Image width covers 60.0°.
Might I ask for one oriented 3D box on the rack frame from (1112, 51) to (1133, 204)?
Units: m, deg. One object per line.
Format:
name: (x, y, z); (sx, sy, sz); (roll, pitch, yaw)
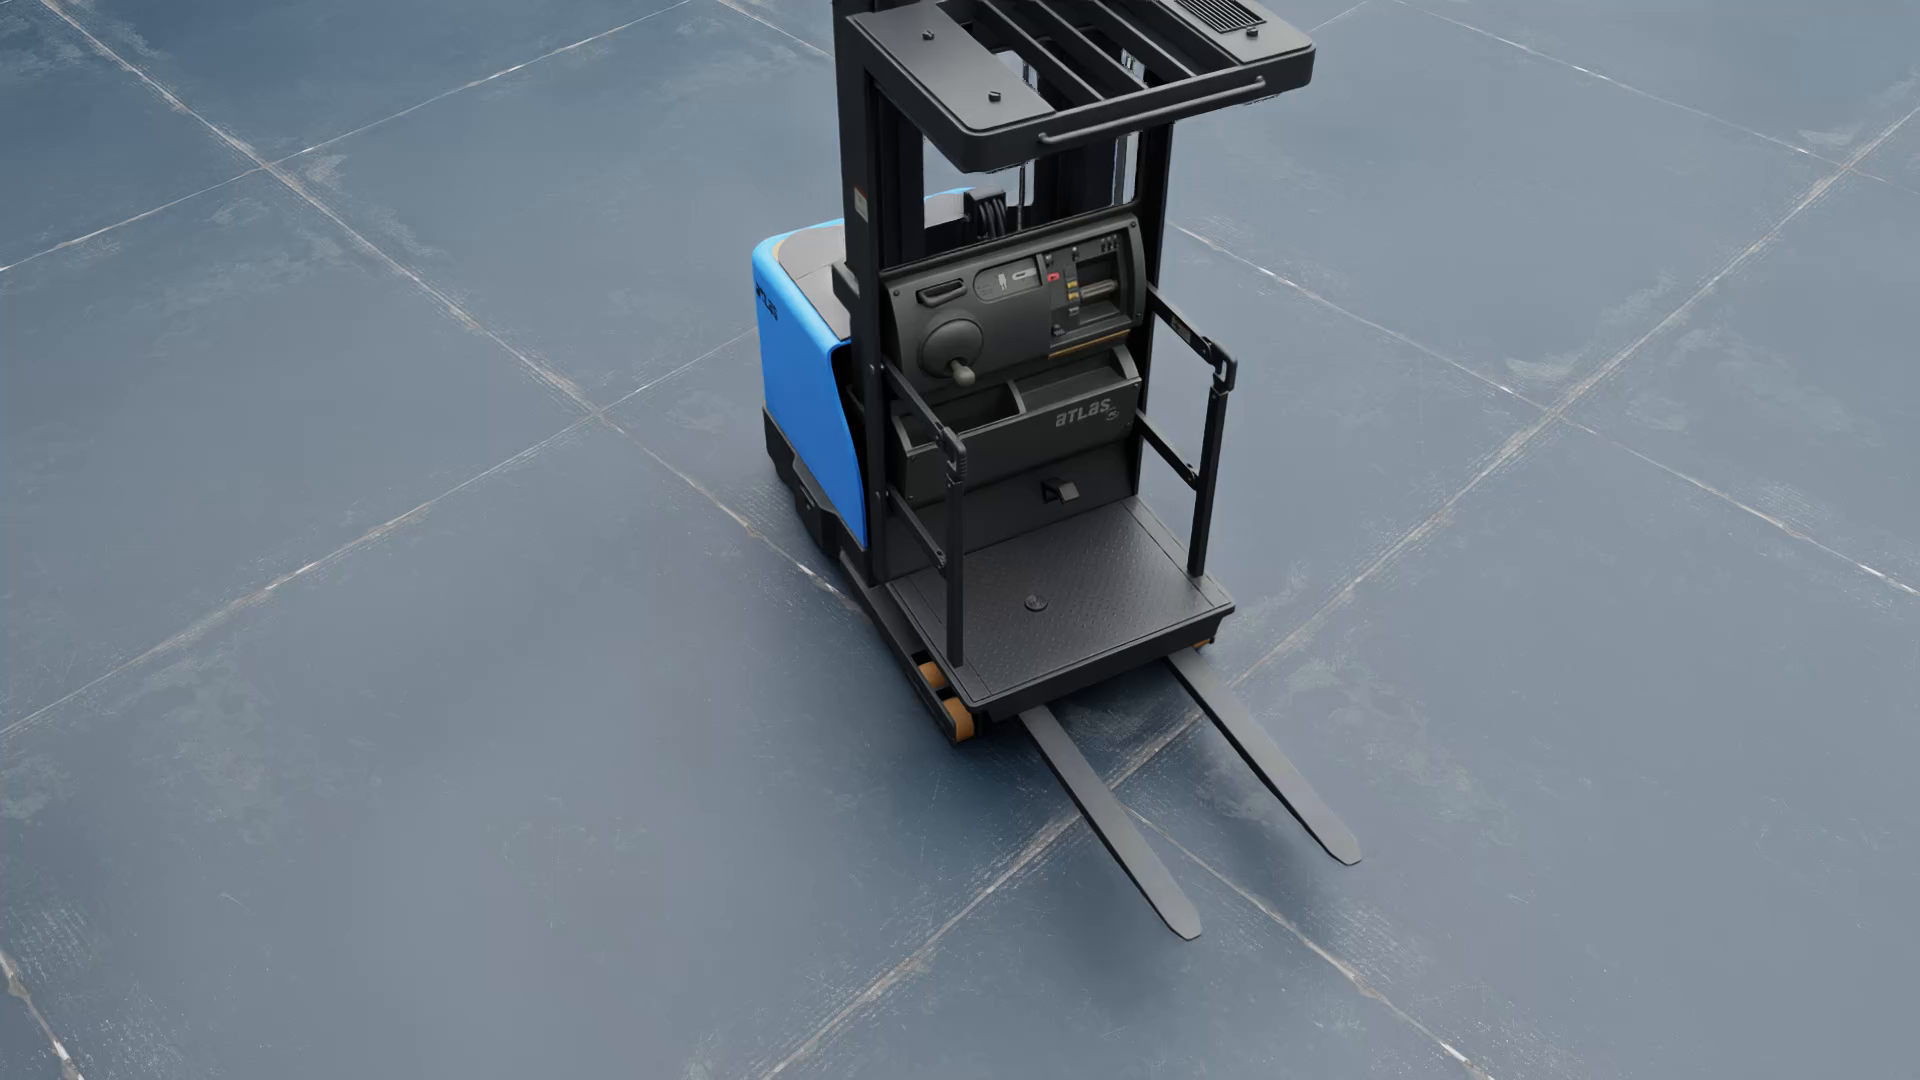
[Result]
rack frame: (0.669, -1.373, 7.130); (0.032, 1.500, 0.500); (5, 43, 5)

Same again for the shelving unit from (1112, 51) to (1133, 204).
shelving unit: (0.174, -1.416, 7.177); (1.083, 1.500, 0.587); (5, 43, 5)

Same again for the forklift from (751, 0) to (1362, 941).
forklift: (0.300, -0.702, 5.350); (1.130, 2.935, 3.031); (-19, 46, -20)
